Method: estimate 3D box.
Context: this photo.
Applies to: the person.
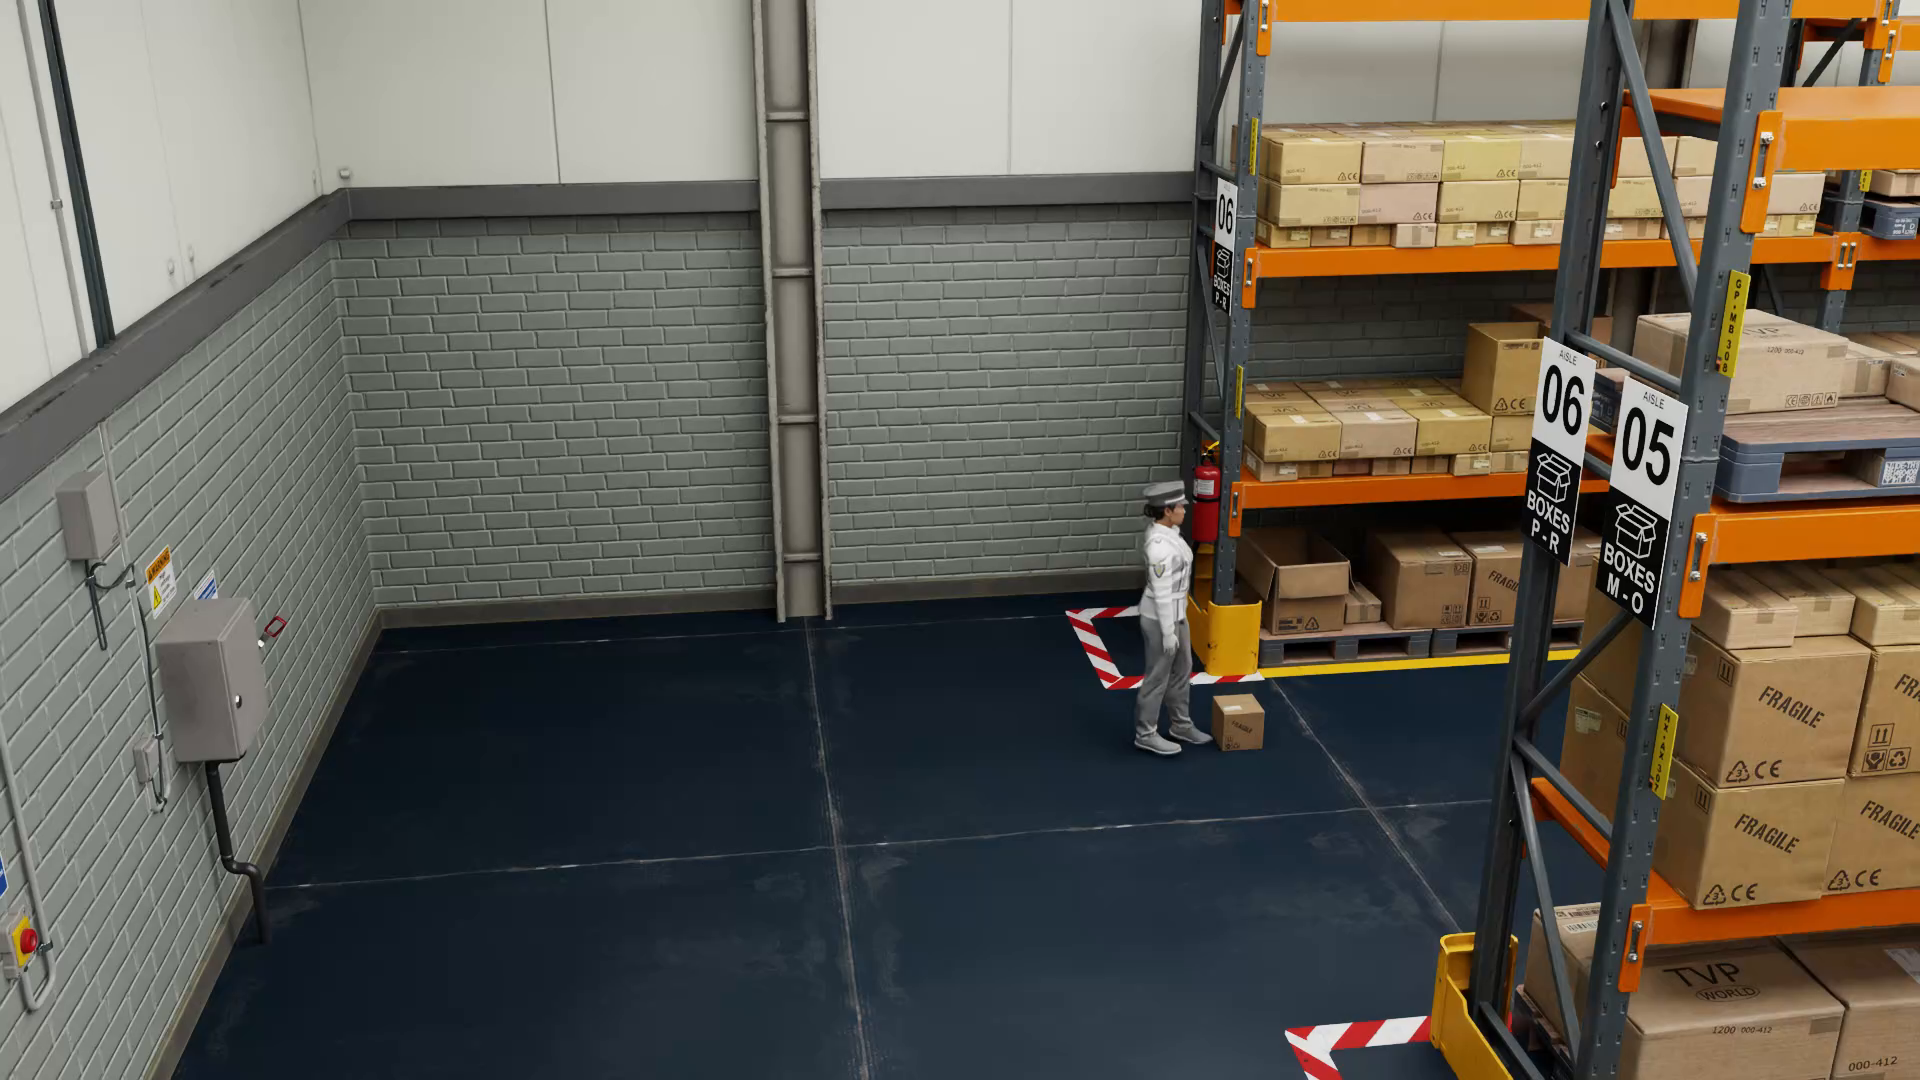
[{"bbox_3d":[13.433,-0.258,5.708,25.707,5.899,2.777,4,20,10],"label":"person"}]
